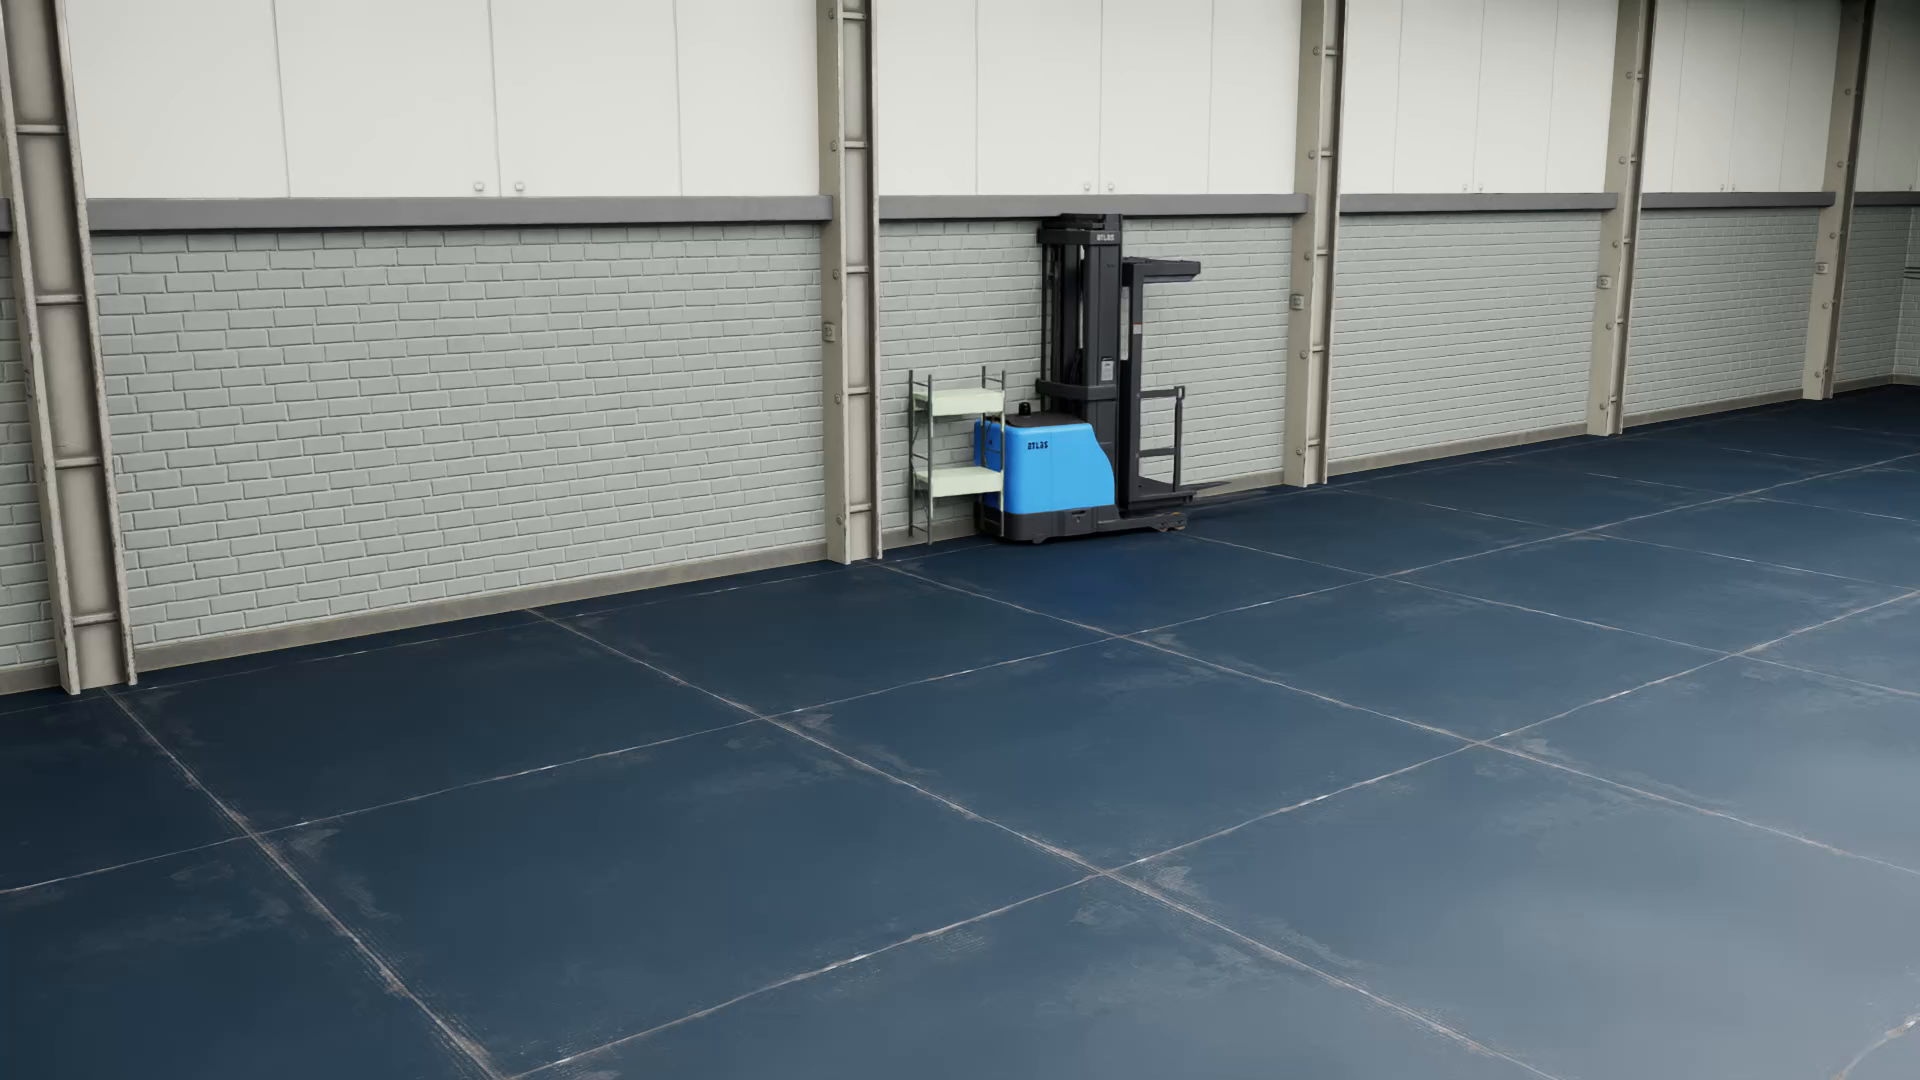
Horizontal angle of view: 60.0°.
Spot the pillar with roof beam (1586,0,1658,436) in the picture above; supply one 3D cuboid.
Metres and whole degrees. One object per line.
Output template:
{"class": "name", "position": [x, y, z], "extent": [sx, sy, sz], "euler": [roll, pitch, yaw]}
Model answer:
{"class": "pillar with roof beam", "position": [11.136, -5.102, 17.611], "extent": [0.400, 9.000, 9.100], "euler": [-9, 15, -38]}

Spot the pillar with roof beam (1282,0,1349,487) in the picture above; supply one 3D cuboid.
{"class": "pillar with roof beam", "position": [6.451, -4.323, 13.944], "extent": [0.400, 9.000, 9.100], "euler": [-9, 15, -38]}

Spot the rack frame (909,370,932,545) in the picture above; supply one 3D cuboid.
{"class": "rack frame", "position": [-0.349, -0.729, 14.646], "extent": [0.023, 1.500, 0.400], "euler": [-6, 14, -28]}

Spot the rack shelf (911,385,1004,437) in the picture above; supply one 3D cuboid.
{"class": "rack shelf", "position": [-0.024, -1.145, 14.730], "extent": [0.720, 0.370, 0.431], "euler": [-6, 14, -28]}

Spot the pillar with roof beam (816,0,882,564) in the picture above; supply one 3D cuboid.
{"class": "pillar with roof beam", "position": [1.765, -3.544, 10.278], "extent": [0.400, 9.000, 9.100], "euler": [-9, 15, -38]}

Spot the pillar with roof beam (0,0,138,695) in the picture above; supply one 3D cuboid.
{"class": "pillar with roof beam", "position": [-2.920, -2.766, 6.611], "extent": [0.400, 9.000, 9.100], "euler": [-9, 15, -38]}

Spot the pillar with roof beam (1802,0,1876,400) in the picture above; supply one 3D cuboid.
{"class": "pillar with roof beam", "position": [15.821, -5.880, 21.277], "extent": [0.400, 9.000, 9.100], "euler": [-9, 15, -38]}

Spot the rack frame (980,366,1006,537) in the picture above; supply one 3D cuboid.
{"class": "rack frame", "position": [0.296, -0.800, 14.985], "extent": [0.023, 1.500, 0.400], "euler": [-6, 14, -28]}

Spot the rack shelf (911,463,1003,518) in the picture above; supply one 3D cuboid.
{"class": "rack shelf", "position": [-0.029, -0.446, 14.886], "extent": [0.720, 0.370, 0.431], "euler": [-6, 14, -28]}

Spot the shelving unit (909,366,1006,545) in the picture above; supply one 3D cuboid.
{"class": "shelving unit", "position": [-0.027, -0.765, 14.815], "extent": [0.755, 1.500, 0.431], "euler": [-6, 14, -28]}

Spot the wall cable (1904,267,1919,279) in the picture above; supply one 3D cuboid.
{"class": "wall cable", "position": [16.258, -5.227, 25.678], "extent": [0.112, 2.526, 3.097], "euler": [-9, 15, -38]}

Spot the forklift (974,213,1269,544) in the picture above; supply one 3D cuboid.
{"class": "forklift", "position": [1.567, -1.598, 15.717], "extent": [3.031, 2.935, 1.130], "euler": [-7, 14, -28]}
